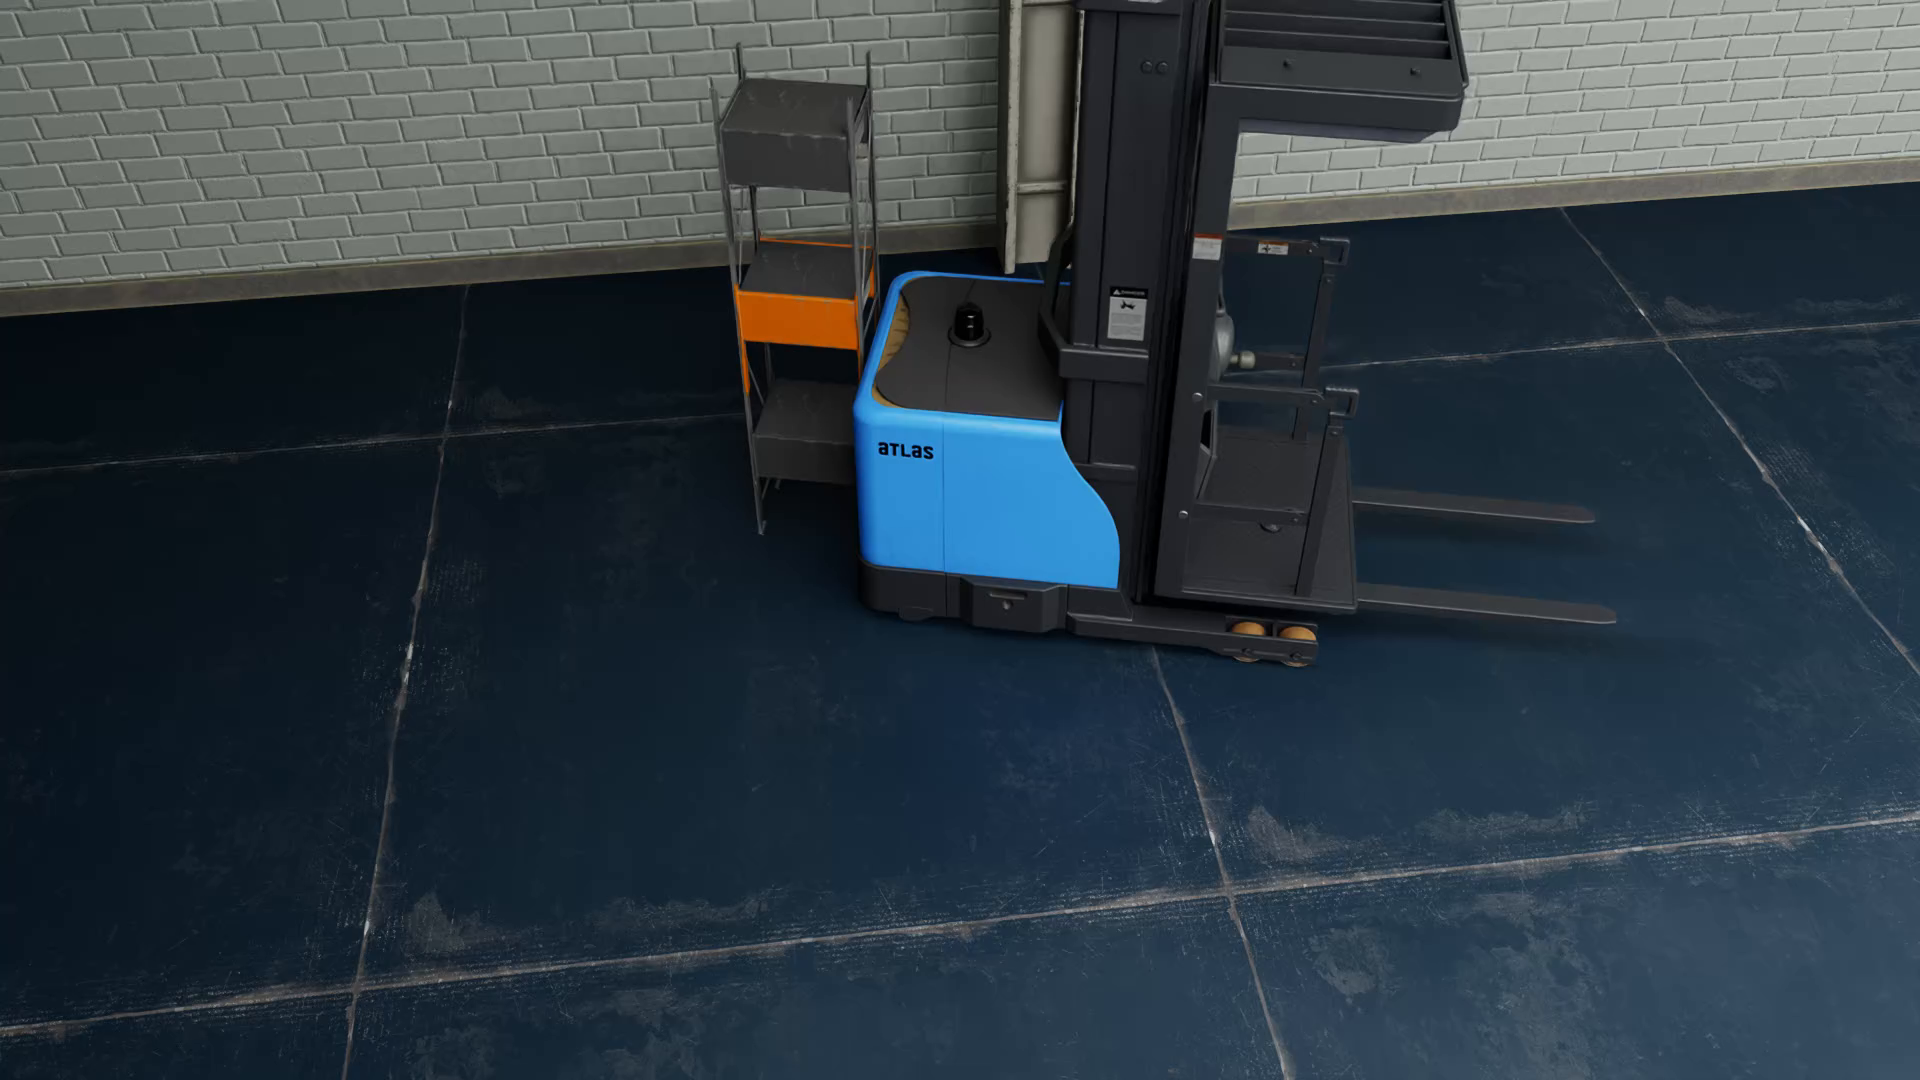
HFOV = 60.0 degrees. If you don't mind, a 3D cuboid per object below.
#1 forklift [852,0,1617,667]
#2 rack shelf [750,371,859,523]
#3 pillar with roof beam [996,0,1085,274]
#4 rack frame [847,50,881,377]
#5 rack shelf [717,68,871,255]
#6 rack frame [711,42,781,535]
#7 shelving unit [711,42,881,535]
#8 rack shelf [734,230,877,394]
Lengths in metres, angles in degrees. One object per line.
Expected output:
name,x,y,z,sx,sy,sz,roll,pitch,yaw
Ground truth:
forklift,1.140,-0.961,6.128,3.031,2.935,1.130,5,42,6
rack shelf,-0.603,-0.380,7.169,0.480,0.518,0.431,5,42,6
pillar with roof beam,0.968,-2.013,2.763,0.400,9.000,9.100,-5,42,-6
rack frame,-0.362,-0.887,6.666,0.015,2.100,0.400,5,42,6
rack shelf,-0.603,-1.420,6.232,0.480,0.518,0.431,5,42,6
rack frame,-0.845,-0.933,6.716,0.015,2.100,0.400,5,42,6
shelving unit,-0.603,-0.910,6.691,0.503,2.100,0.431,5,42,6
rack shelf,-0.603,-0.900,6.700,0.480,0.518,0.431,5,42,6
